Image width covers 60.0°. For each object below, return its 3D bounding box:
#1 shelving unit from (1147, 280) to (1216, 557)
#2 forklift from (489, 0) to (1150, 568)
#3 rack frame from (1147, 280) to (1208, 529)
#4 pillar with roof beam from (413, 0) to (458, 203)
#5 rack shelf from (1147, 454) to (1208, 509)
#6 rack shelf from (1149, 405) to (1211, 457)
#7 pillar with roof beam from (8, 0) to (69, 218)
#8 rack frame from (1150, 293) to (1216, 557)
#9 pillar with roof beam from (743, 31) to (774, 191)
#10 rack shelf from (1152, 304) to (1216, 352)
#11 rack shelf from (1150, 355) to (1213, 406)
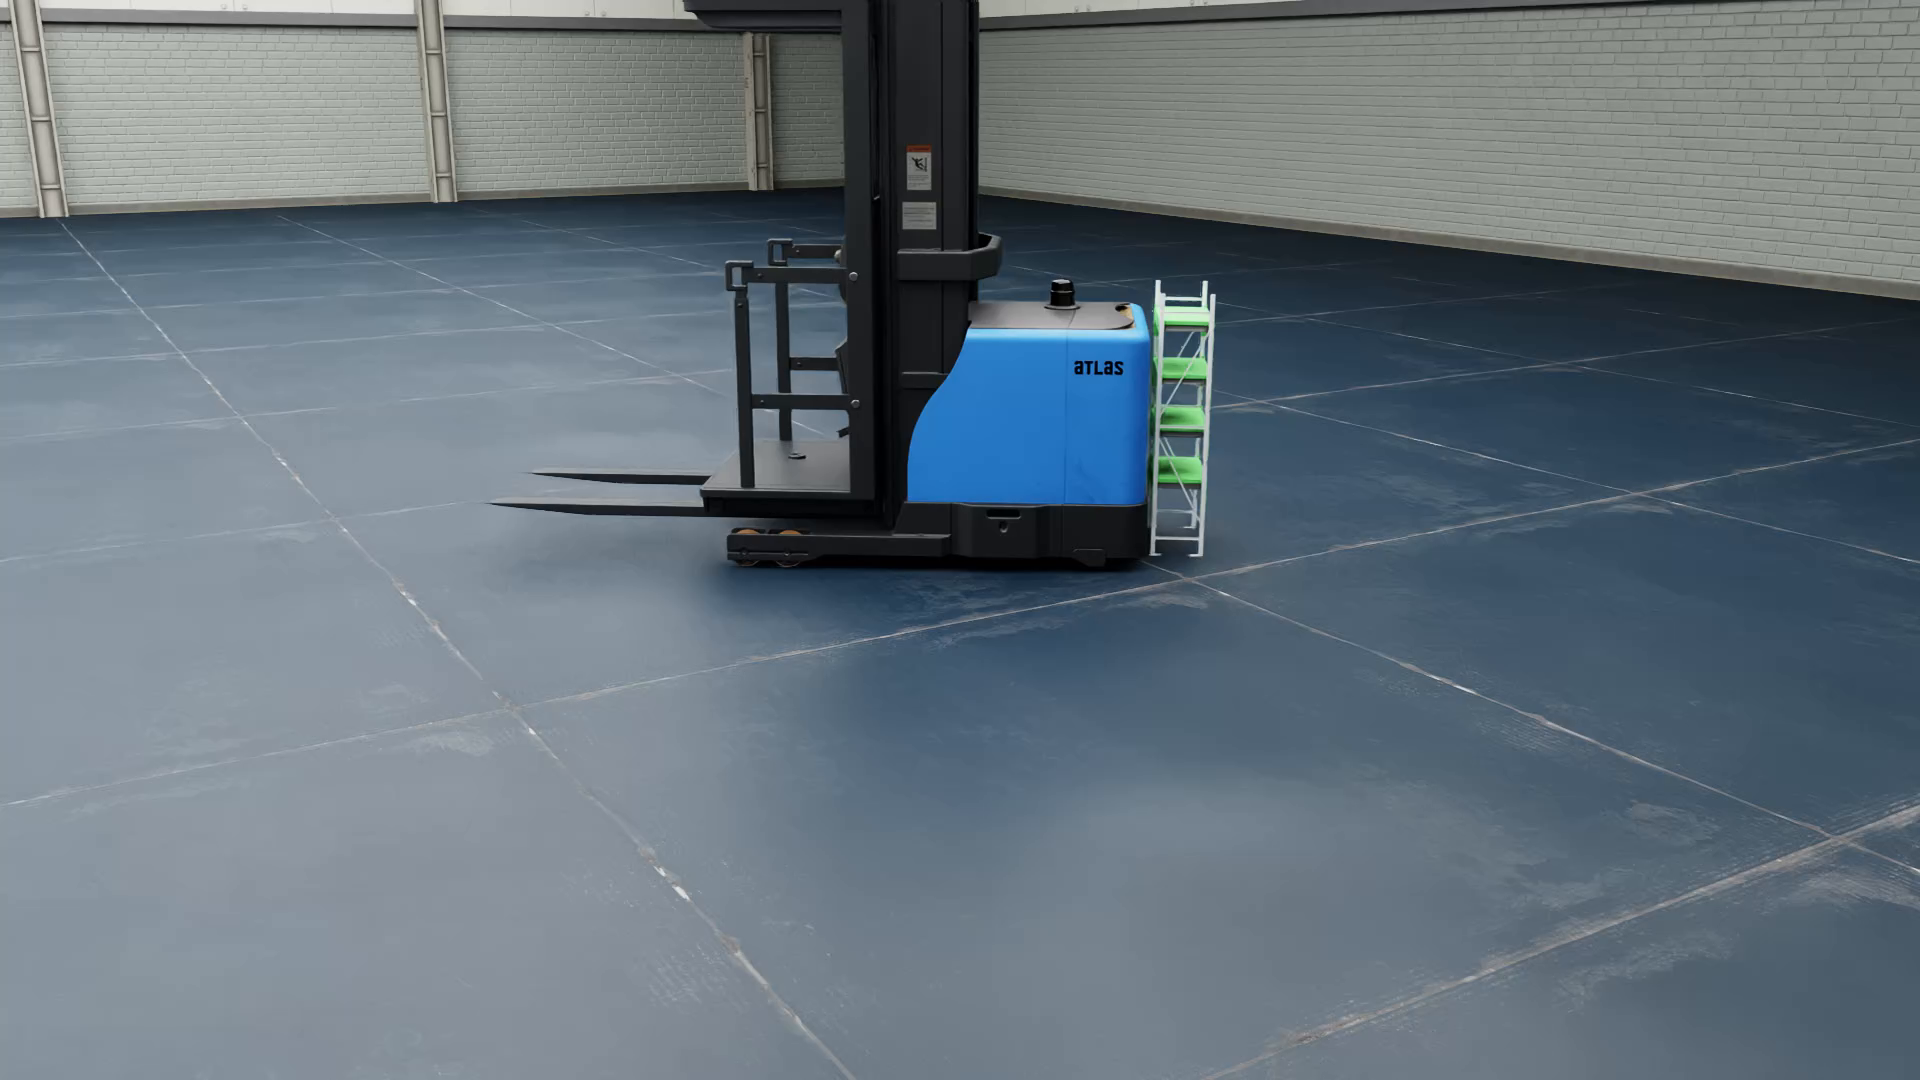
[{"bbox_3d":[1.017,-0.571,7.719,0.258,1.200,0.503,2,16,4],"label":"shelving unit"},{"bbox_3d":[-0.646,-1.428,7.574,3.031,2.935,1.130,1,16,4],"label":"forklift"},{"bbox_3d":[1.034,-0.636,7.953,0.240,1.200,0.015,2,16,4],"label":"rack frame"},{"bbox_3d":[-6.736,-9.209,24.089,0.400,9.000,9.100,-9,18,-30],"label":"pillar with roof beam"},{"bbox_3d":[1.014,-0.278,7.801,0.258,0.148,0.480,2,16,4],"label":"rack shelf"},{"bbox_3d":[1.016,-0.509,7.736,0.258,0.148,0.480,2,16,4],"label":"rack shelf"},{"bbox_3d":[-11.879,-8.375,21.114,0.400,9.000,9.100,-9,18,-30],"label":"pillar with roof beam"},{"bbox_3d":[0.999,-0.505,7.484,0.240,1.200,0.015,2,16,4],"label":"rack frame"},{"bbox_3d":[-1.593,-10.043,27.065,0.400,9.000,9.100,-9,18,-30],"label":"pillar with roof beam"},{"bbox_3d":[1.020,-0.971,7.606,0.258,0.148,0.480,2,16,4],"label":"rack shelf"},{"bbox_3d":[1.018,-0.740,7.671,0.258,0.148,0.480,2,16,4],"label":"rack shelf"}]
